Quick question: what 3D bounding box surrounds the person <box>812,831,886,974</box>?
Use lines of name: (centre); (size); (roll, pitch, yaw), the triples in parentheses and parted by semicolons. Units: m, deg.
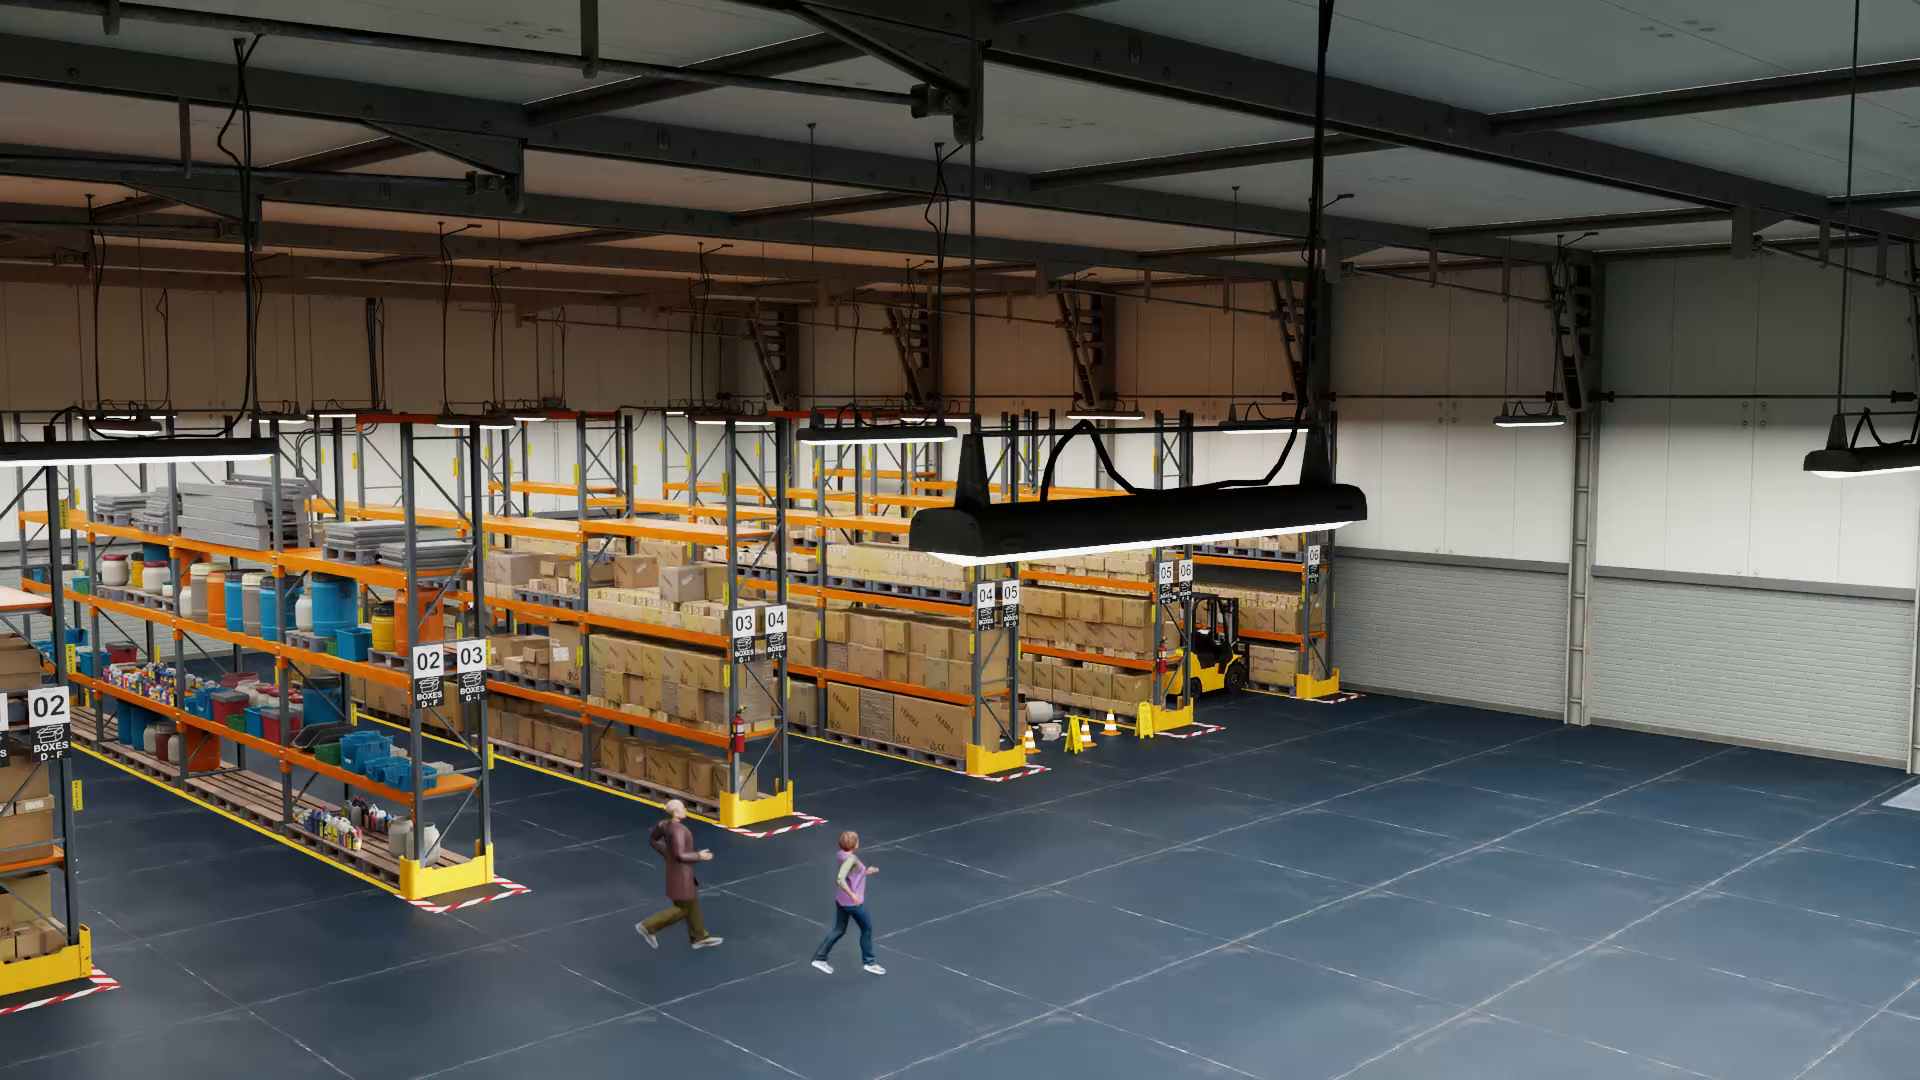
person: (-1.207, 3.963, 18.029); (0.822, 1.587, 0.522); (-3, 6, -28)

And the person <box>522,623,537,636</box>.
person: (-10.583, 1.964, 41.066); (0.483, 1.633, 0.641); (2, 5, 21)

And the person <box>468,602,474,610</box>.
person: (-11.733, 2.008, 39.825); (0.745, 1.791, 0.807); (2, 6, 26)

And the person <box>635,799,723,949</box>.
person: (-3.194, 3.800, 18.828); (1.031, 1.756, 0.712); (-2, 5, -24)
